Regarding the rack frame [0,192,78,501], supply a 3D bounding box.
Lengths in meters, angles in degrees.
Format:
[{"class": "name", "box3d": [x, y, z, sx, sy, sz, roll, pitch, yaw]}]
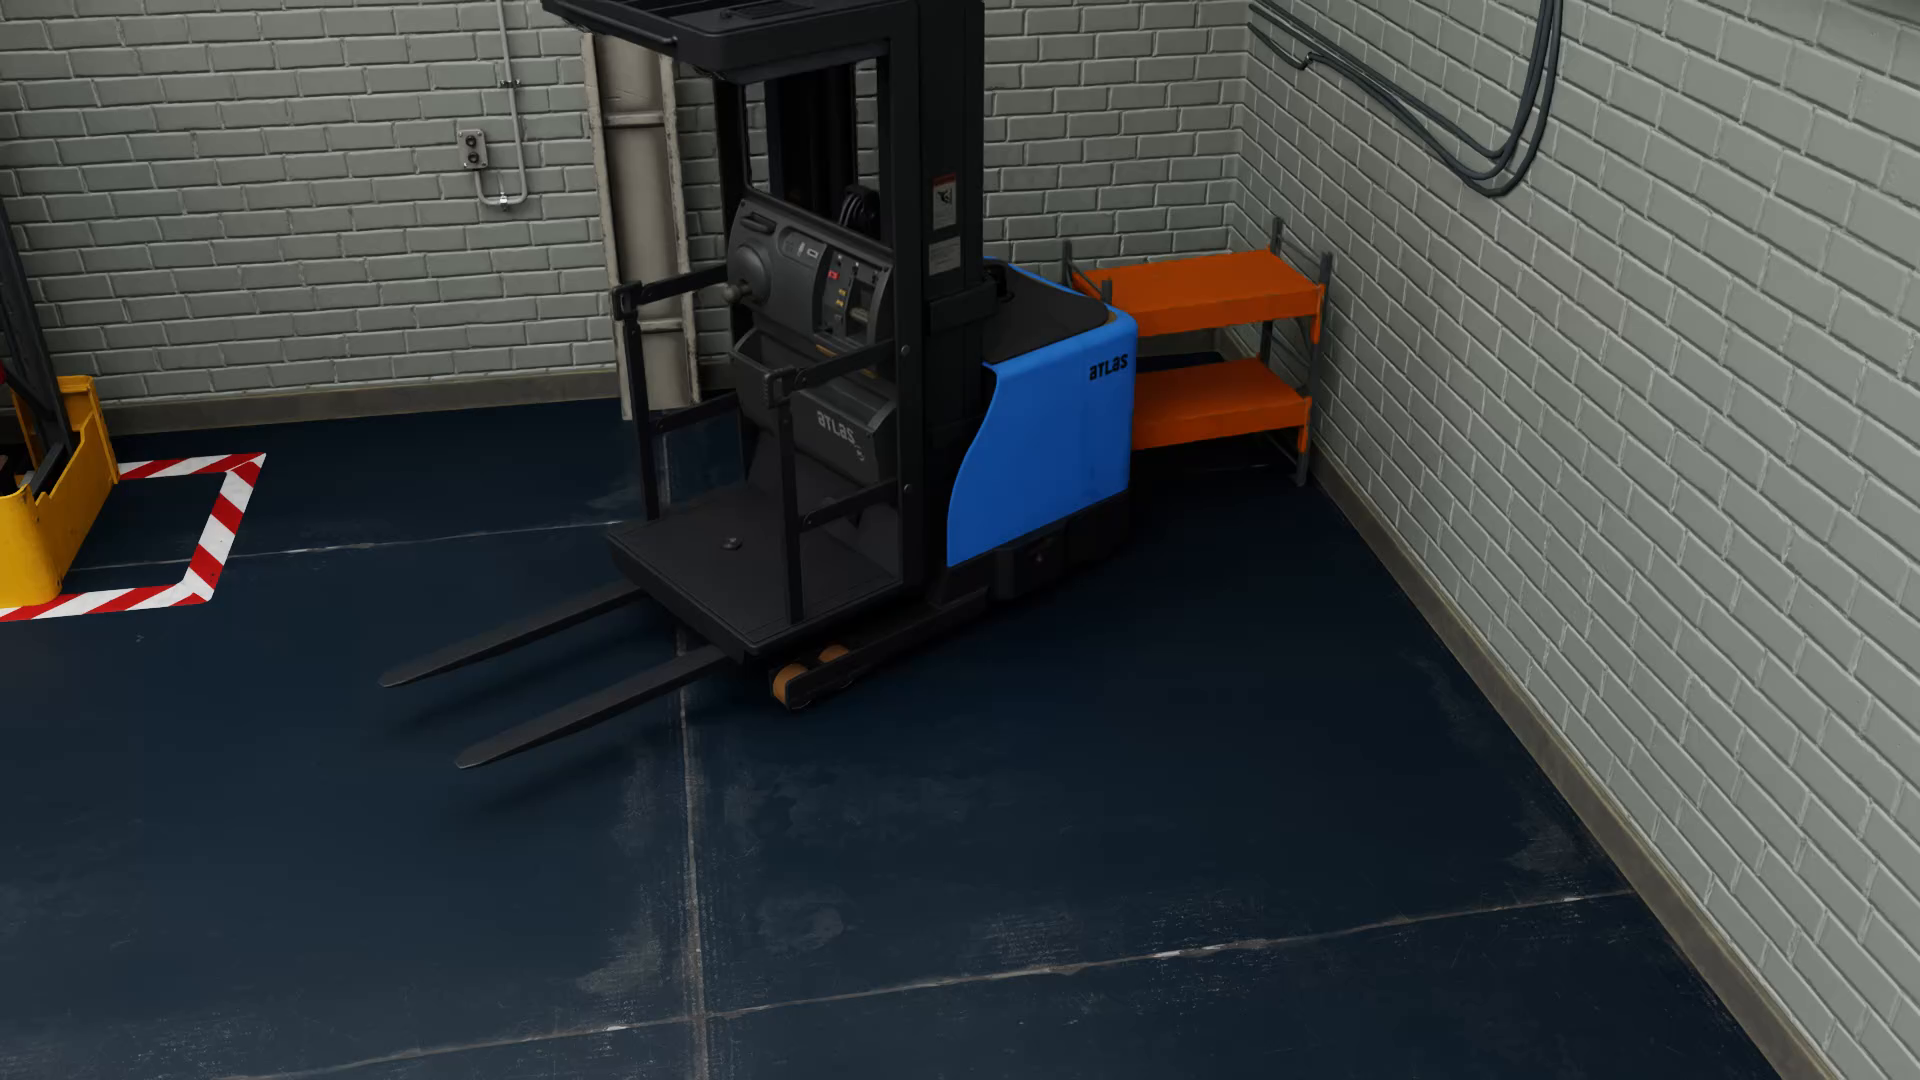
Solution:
[{"class": "rack frame", "box3d": [-4.008, -1.305, 6.511, 0.127, 3.000, 1.000, -5, 31, -9]}]

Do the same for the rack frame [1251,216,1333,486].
[{"class": "rack frame", "box3d": [1.506, -0.856, 7.595, 0.032, 1.125, 0.500, -9, 32, -15]}]

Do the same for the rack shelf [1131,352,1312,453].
[{"class": "rack shelf", "box3d": [1.022, -0.566, 7.585, 1.000, 0.278, 0.538, -9, 32, -15]}]

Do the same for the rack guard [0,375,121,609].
[{"class": "rack guard", "box3d": [-3.984, -0.230, 7.148, 0.348, 0.500, 1.175, -5, 31, -9]}]

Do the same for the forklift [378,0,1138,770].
[{"class": "forklift", "box3d": [-0.718, -0.936, 5.950, 3.031, 2.935, 1.130, -23, 38, -34]}]

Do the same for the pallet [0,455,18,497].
[{"class": "pallet", "box3d": [-4.780, 0.009, 7.027, 1.213, 0.211, 1.003, -5, 31, -9]}]

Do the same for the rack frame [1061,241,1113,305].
[{"class": "rack frame", "box3d": [0.538, -0.698, 7.327, 0.032, 1.125, 0.500, -9, 32, -15]}]

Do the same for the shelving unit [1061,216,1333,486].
[{"class": "shelving unit", "box3d": [1.022, -0.777, 7.461, 1.048, 1.125, 0.538, -9, 32, -15]}]

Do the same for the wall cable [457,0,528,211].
[{"class": "wall cable", "box3d": [-2.918, -2.332, 7.254, 1.851, 1.984, 0.084, -5, 31, -9]}]

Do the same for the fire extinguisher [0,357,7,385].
[{"class": "fire extinguisher", "box3d": [-3.776, -0.895, 6.257, 0.183, 0.674, 0.296, -5, 31, -9]}]

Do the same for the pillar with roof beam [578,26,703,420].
[{"class": "pillar with roof beam", "box3d": [-0.732, -2.423, 2.493, 0.400, 9.000, 9.100, -5, 31, -9]}]

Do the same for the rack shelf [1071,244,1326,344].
[{"class": "rack shelf", "box3d": [1.022, -1.029, 7.313, 1.000, 0.278, 0.538, -9, 32, -15]}]

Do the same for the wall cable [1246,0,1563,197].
[{"class": "wall cable", "box3d": [1.620, -2.891, 6.352, 0.112, 2.526, 3.097, -5, 31, -9]}]
